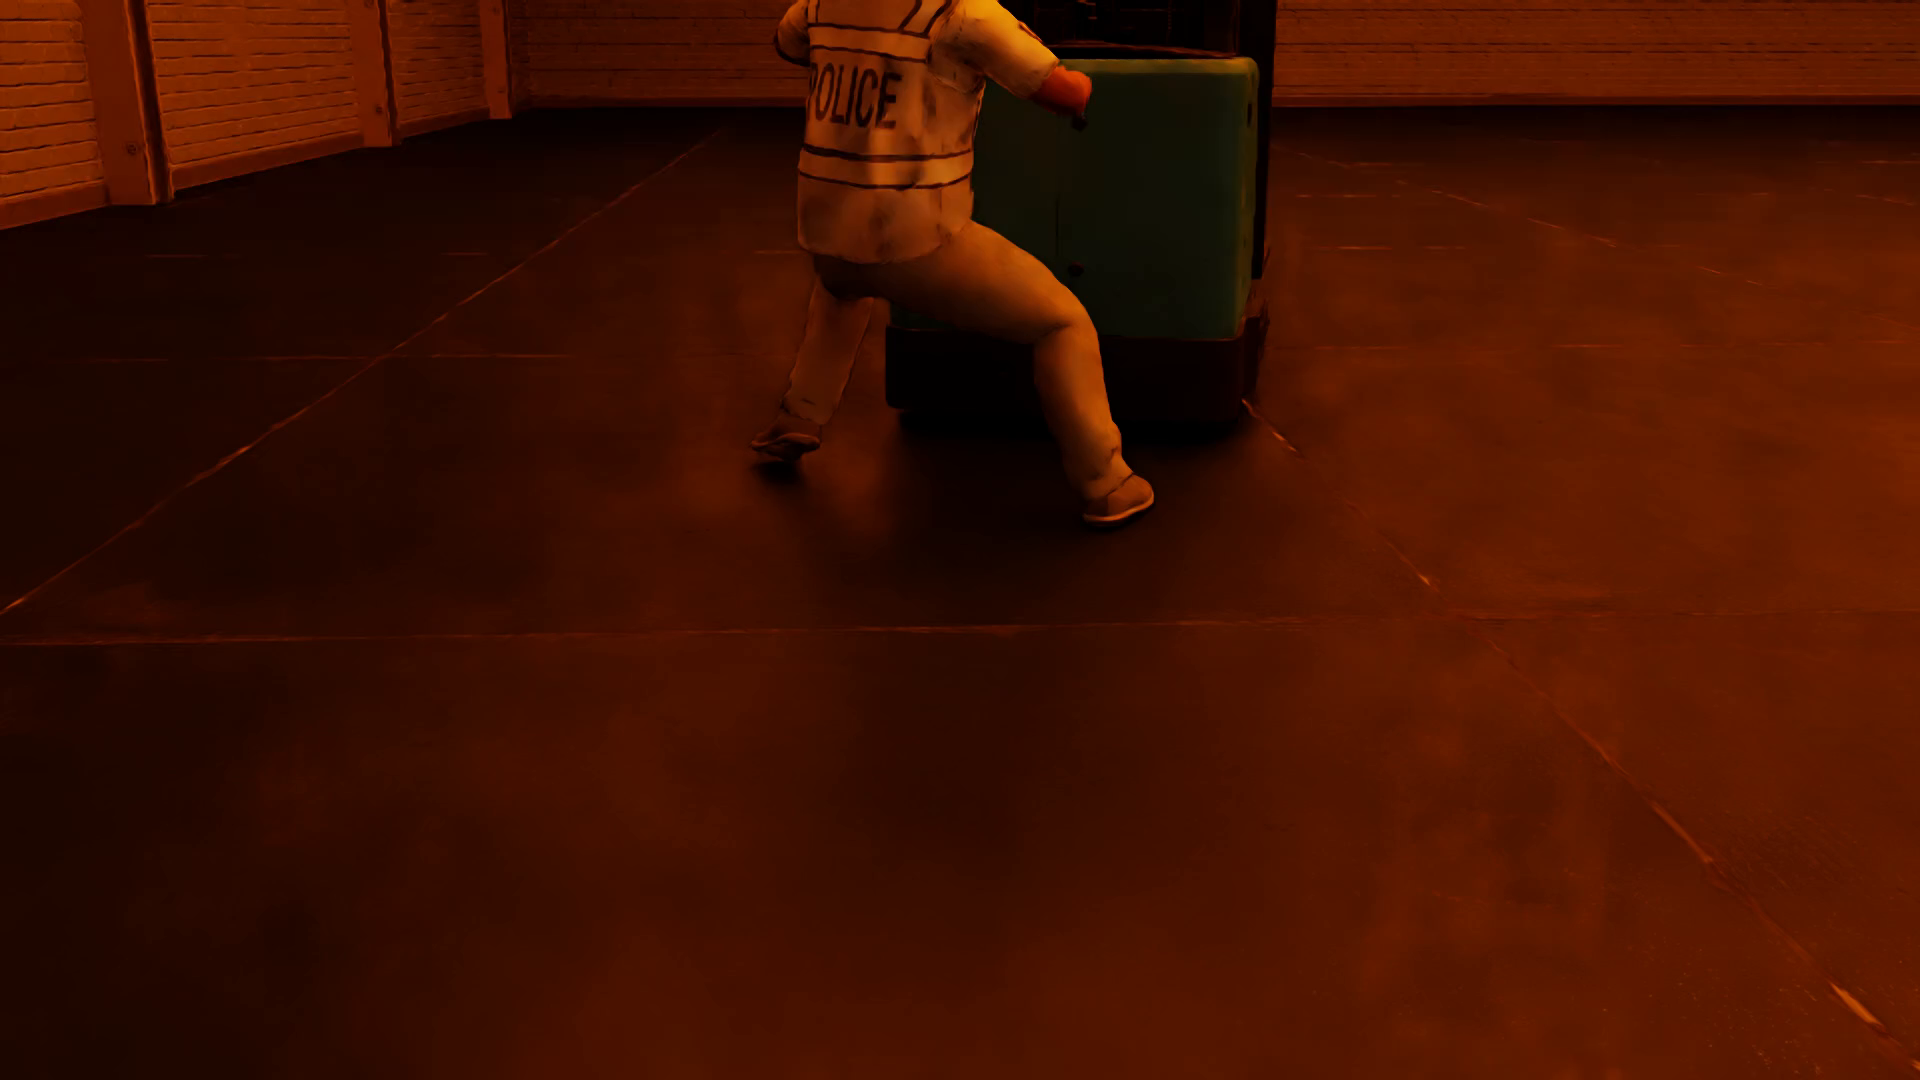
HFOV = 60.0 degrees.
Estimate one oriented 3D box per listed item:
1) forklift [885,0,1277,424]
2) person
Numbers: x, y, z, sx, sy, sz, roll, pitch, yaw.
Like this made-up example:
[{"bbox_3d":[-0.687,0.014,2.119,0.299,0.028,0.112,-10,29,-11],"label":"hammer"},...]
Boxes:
[{"bbox_3d":[0.586,-2.125,5.855,1.130,2.935,3.031,4,17,11],"label":"forklift"},{"bbox_3d":[-0.072,-0.855,4.107,1.154,1.519,0.742,14,22,39],"label":"person"}]
